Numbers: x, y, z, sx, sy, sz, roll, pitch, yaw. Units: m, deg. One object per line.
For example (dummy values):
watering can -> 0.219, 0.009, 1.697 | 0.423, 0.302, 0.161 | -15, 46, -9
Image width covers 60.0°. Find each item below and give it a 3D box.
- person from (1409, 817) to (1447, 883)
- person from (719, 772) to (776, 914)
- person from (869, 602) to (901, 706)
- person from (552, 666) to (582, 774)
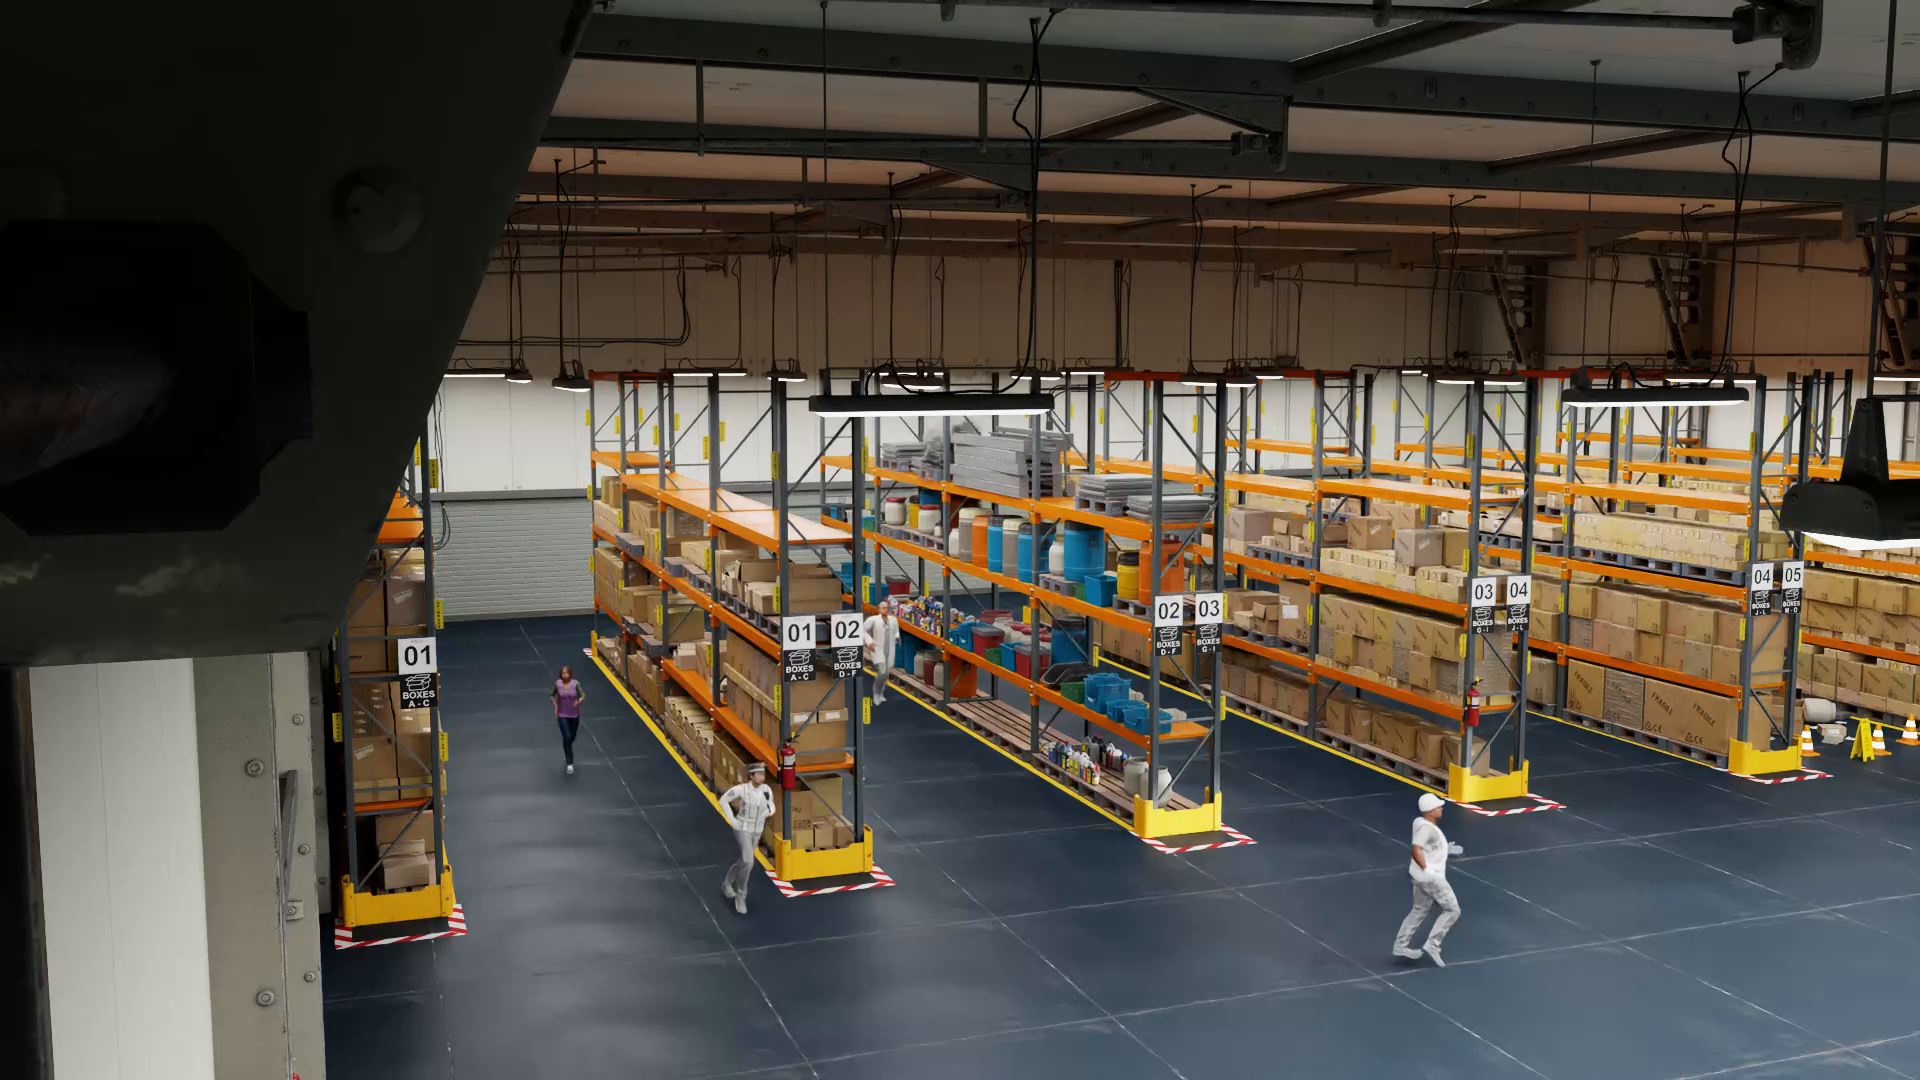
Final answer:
person -> 4.833, 3.205, 17.267 | 0.442, 0.630, 0.634 | 0, 6, -1
person -> -2.458, 3.400, 19.231 | 0.645, 1.664, 0.691 | -5, 8, -40
person -> -1.316, 1.973, 28.805 | 0.643, 1.809, 0.694 | -4, 7, -29
person -> -6.001, 2.705, 25.439 | 0.484, 1.606, 0.815 | -2, 7, -20
